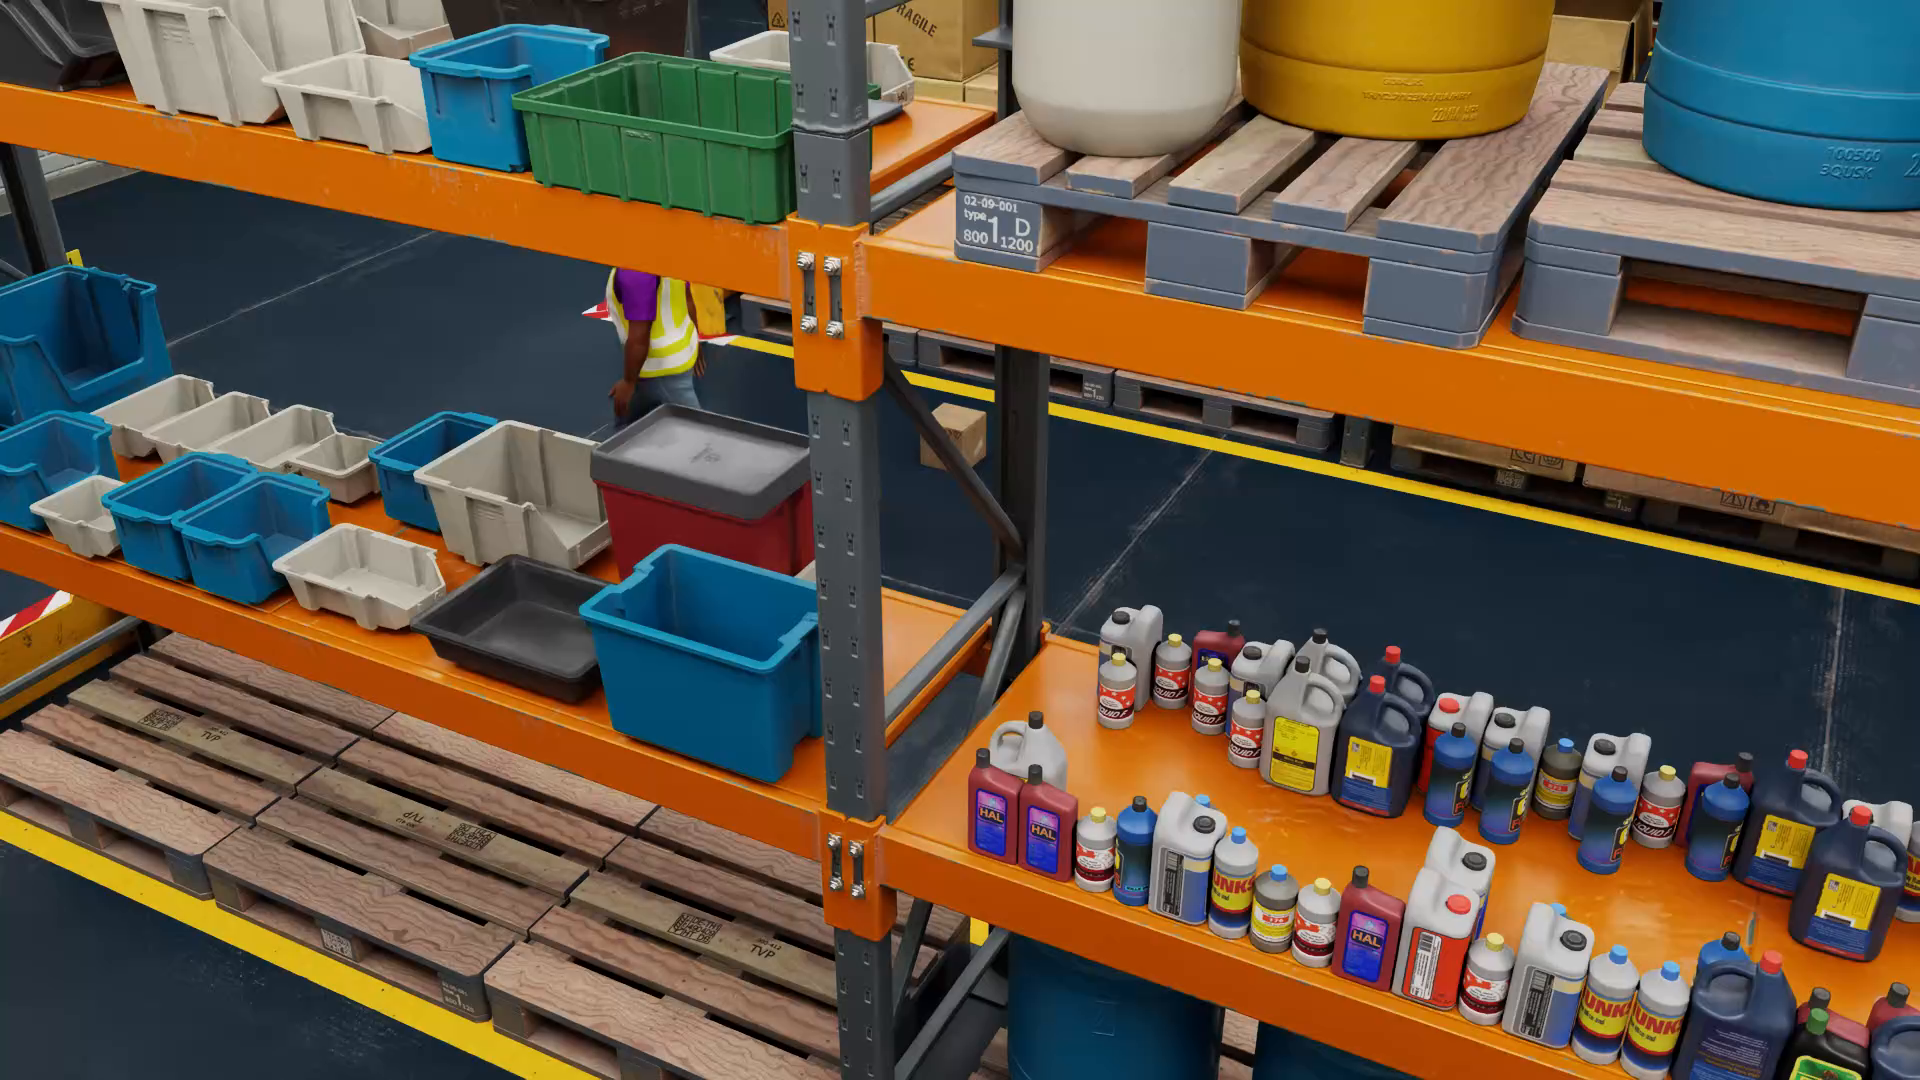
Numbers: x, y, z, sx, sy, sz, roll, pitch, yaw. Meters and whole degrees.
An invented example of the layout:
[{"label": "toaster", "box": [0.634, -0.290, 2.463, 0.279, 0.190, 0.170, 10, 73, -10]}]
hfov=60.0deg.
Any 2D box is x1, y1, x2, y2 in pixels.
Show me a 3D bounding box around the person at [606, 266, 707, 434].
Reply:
[{"label": "person", "box": [-1.263, -0.844, 7.531, 0.865, 1.665, 0.595, 0, 30, 0]}]
